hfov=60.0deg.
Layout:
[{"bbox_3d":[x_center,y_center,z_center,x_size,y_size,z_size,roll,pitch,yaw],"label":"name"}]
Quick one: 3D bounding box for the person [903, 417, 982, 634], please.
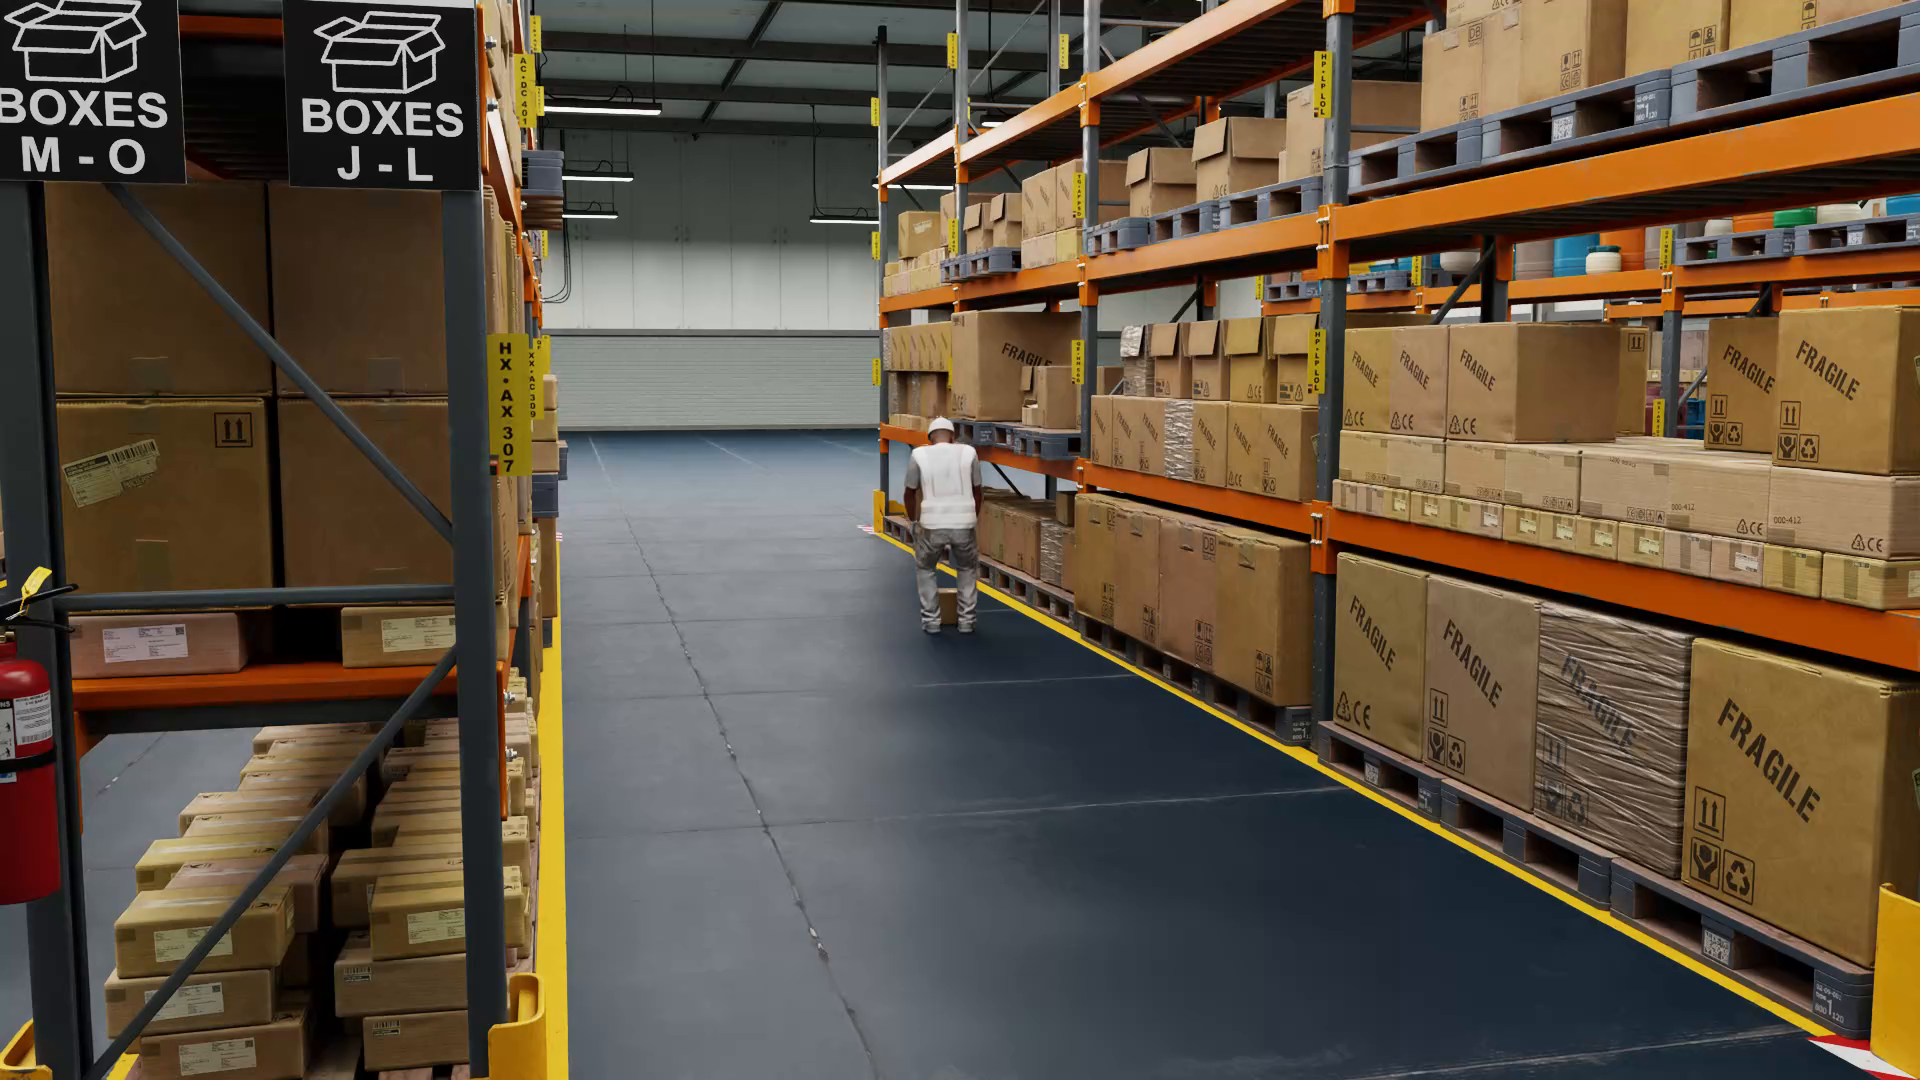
[{"bbox_3d":[-0.129,-0.112,12.632,0.598,1.624,0.606,0,6,-3],"label":"person"}]
